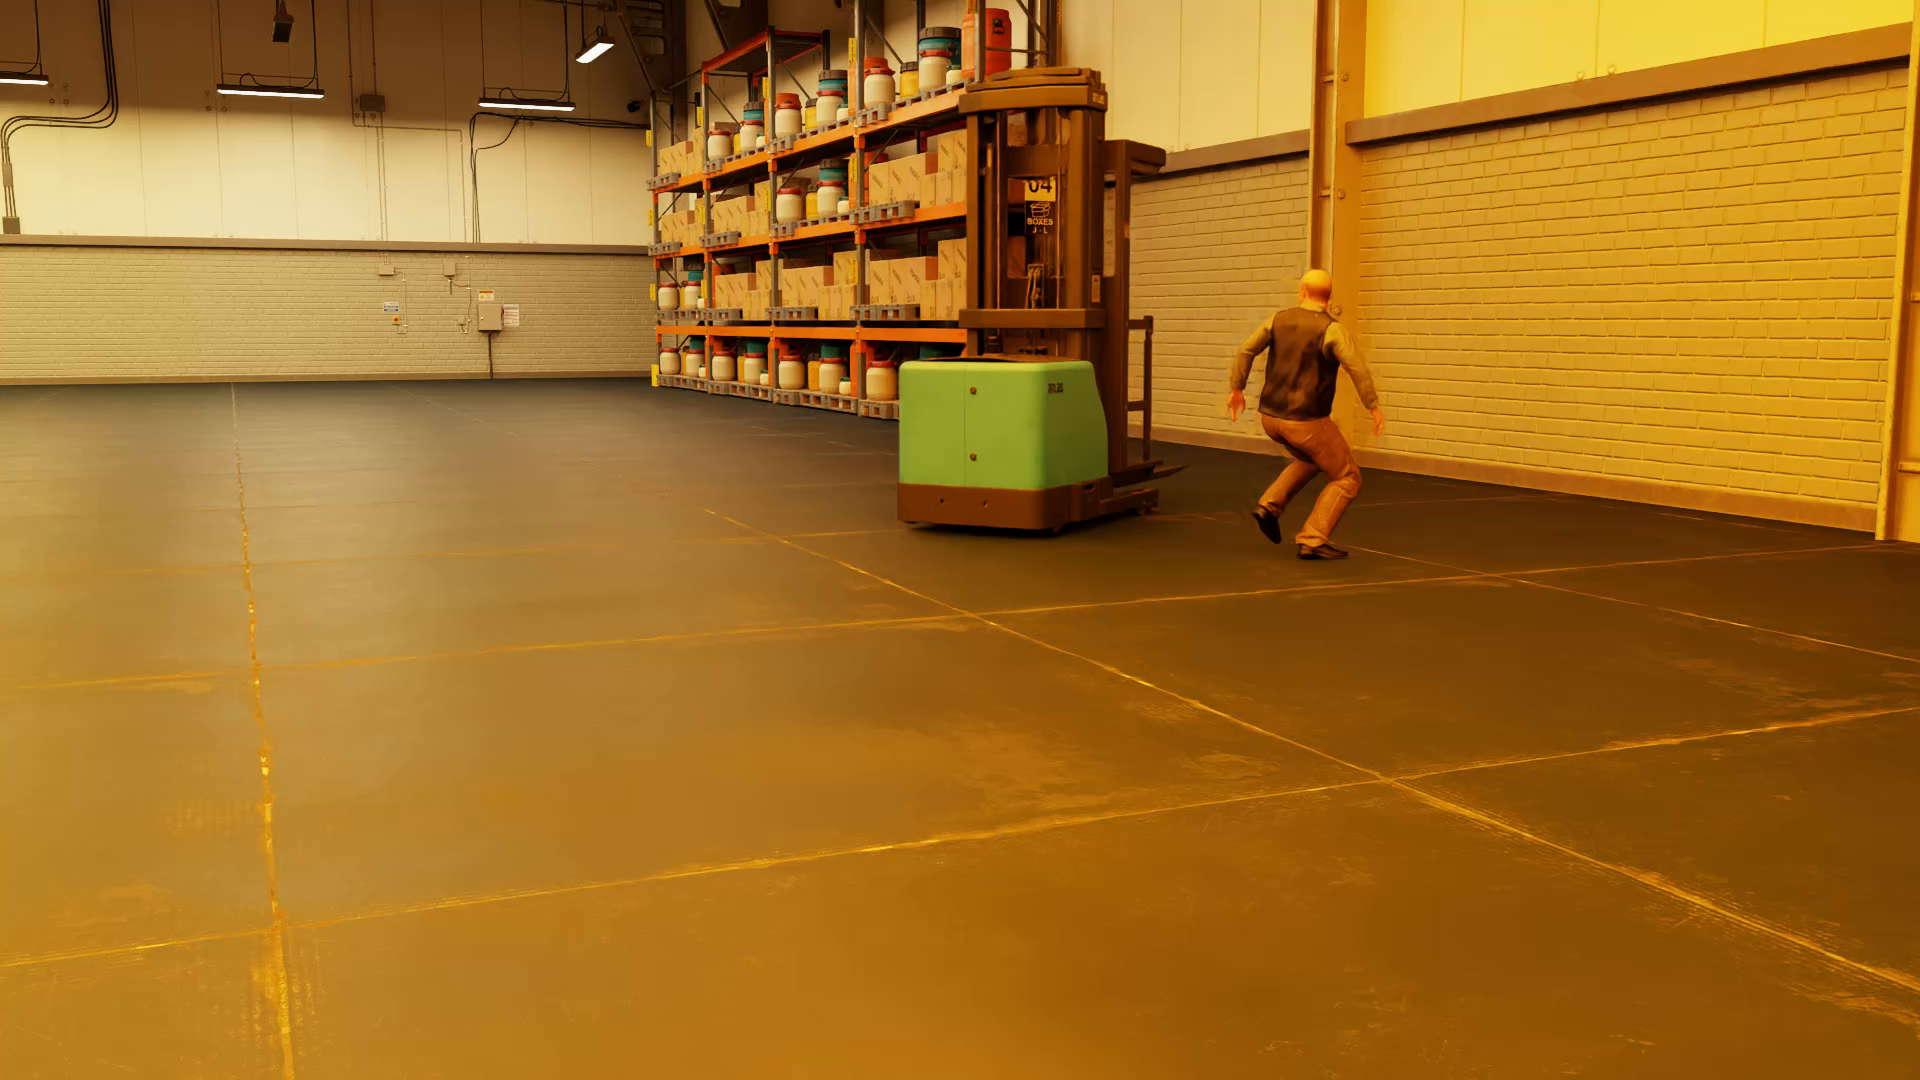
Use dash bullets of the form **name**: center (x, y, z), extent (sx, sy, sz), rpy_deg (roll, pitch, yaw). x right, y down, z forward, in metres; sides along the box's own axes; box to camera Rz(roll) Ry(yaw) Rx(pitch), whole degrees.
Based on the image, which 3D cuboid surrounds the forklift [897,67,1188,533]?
- **forklift**: center (0.739, -1.648, 11.441), extent (1.130, 2.935, 3.031), rpy_deg (4, 8, 28)

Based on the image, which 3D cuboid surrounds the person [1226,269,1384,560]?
- **person**: center (1.965, -0.711, 9.428), extent (0.604, 1.623, 0.802), rpy_deg (-4, 9, -28)
